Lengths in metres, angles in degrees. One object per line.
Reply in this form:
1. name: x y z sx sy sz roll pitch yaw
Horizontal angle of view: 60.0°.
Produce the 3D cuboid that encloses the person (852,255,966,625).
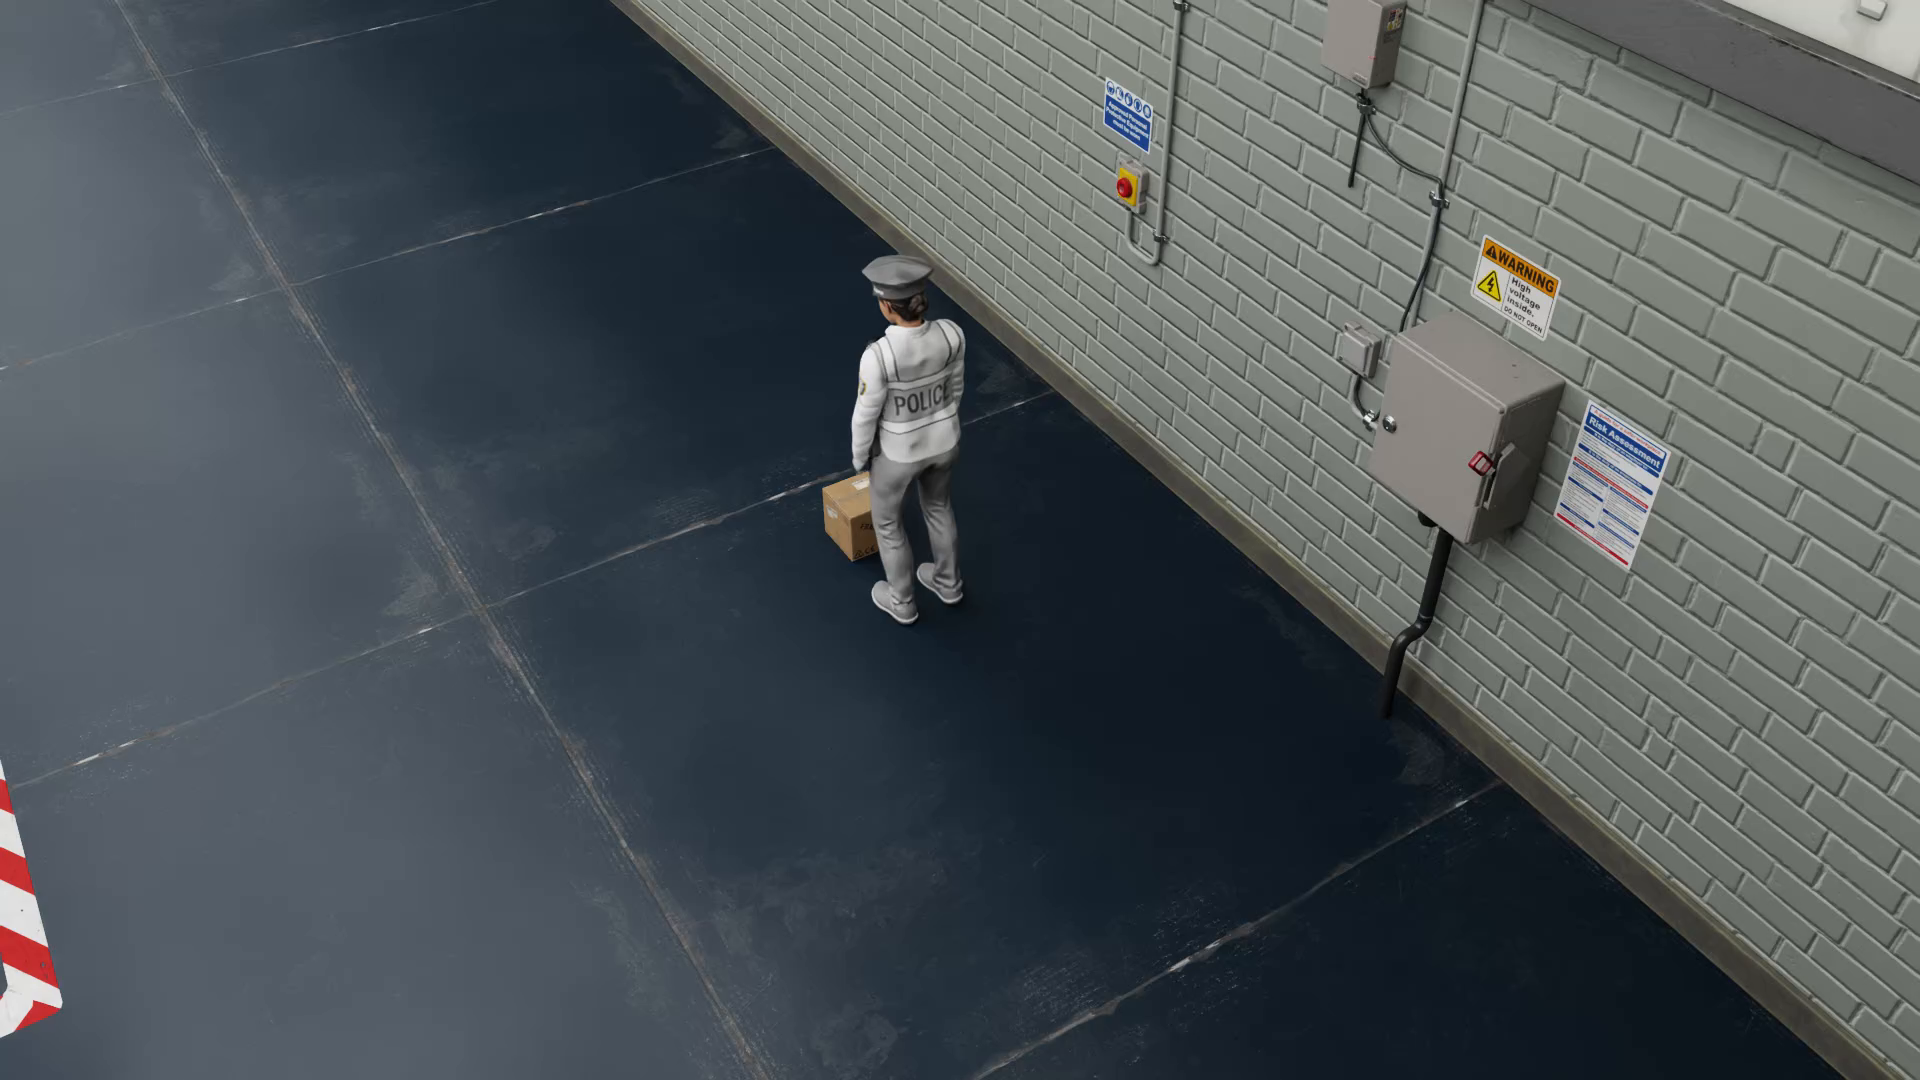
1. person: -0.205 -0.363 6.587 0.476 1.661 0.338 -22 46 -23
